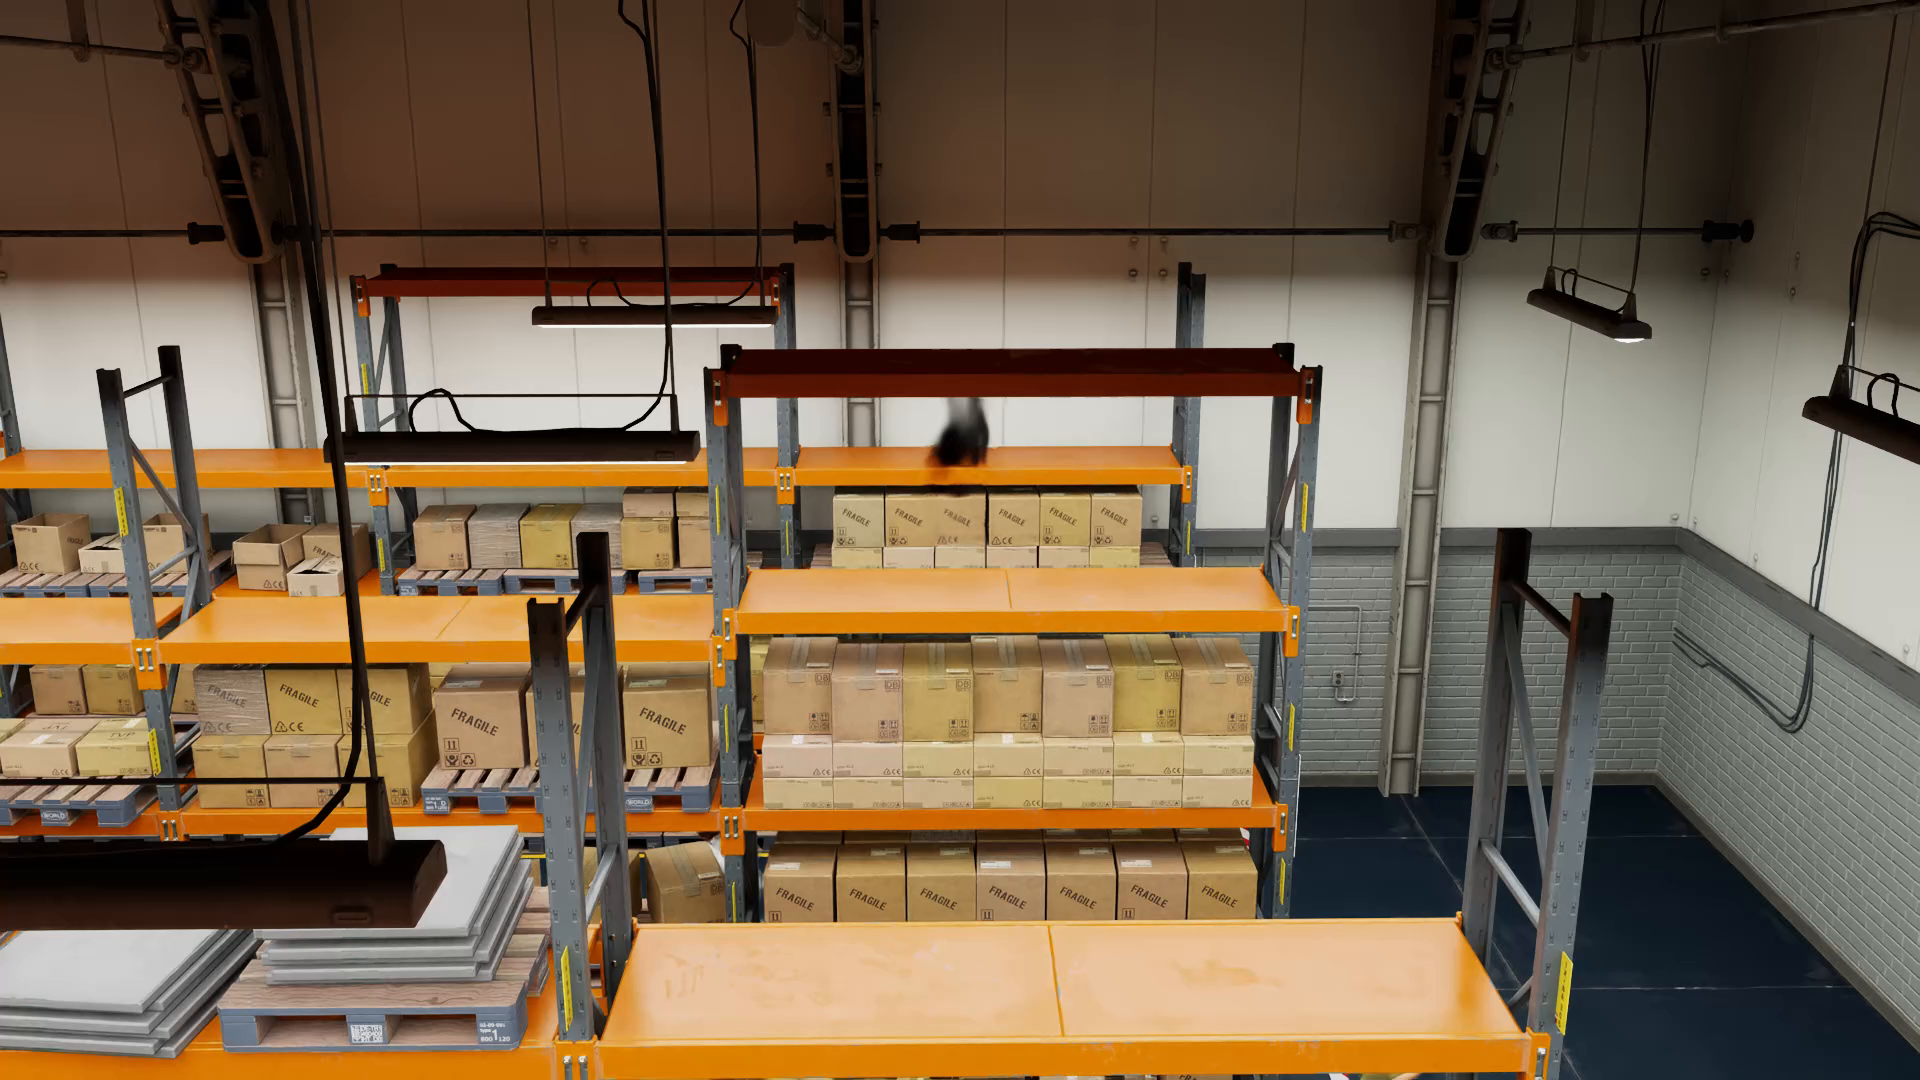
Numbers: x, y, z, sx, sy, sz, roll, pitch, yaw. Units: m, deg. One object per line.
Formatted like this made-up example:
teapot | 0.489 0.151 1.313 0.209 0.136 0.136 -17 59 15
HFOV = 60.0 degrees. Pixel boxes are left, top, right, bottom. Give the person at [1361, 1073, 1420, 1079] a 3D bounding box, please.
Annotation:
person | 3.099 3.961 12.062 0.559 1.685 0.862 11 20 34

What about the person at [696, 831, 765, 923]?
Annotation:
person | -1.964 3.197 15.055 0.843 1.431 0.553 3 16 10
